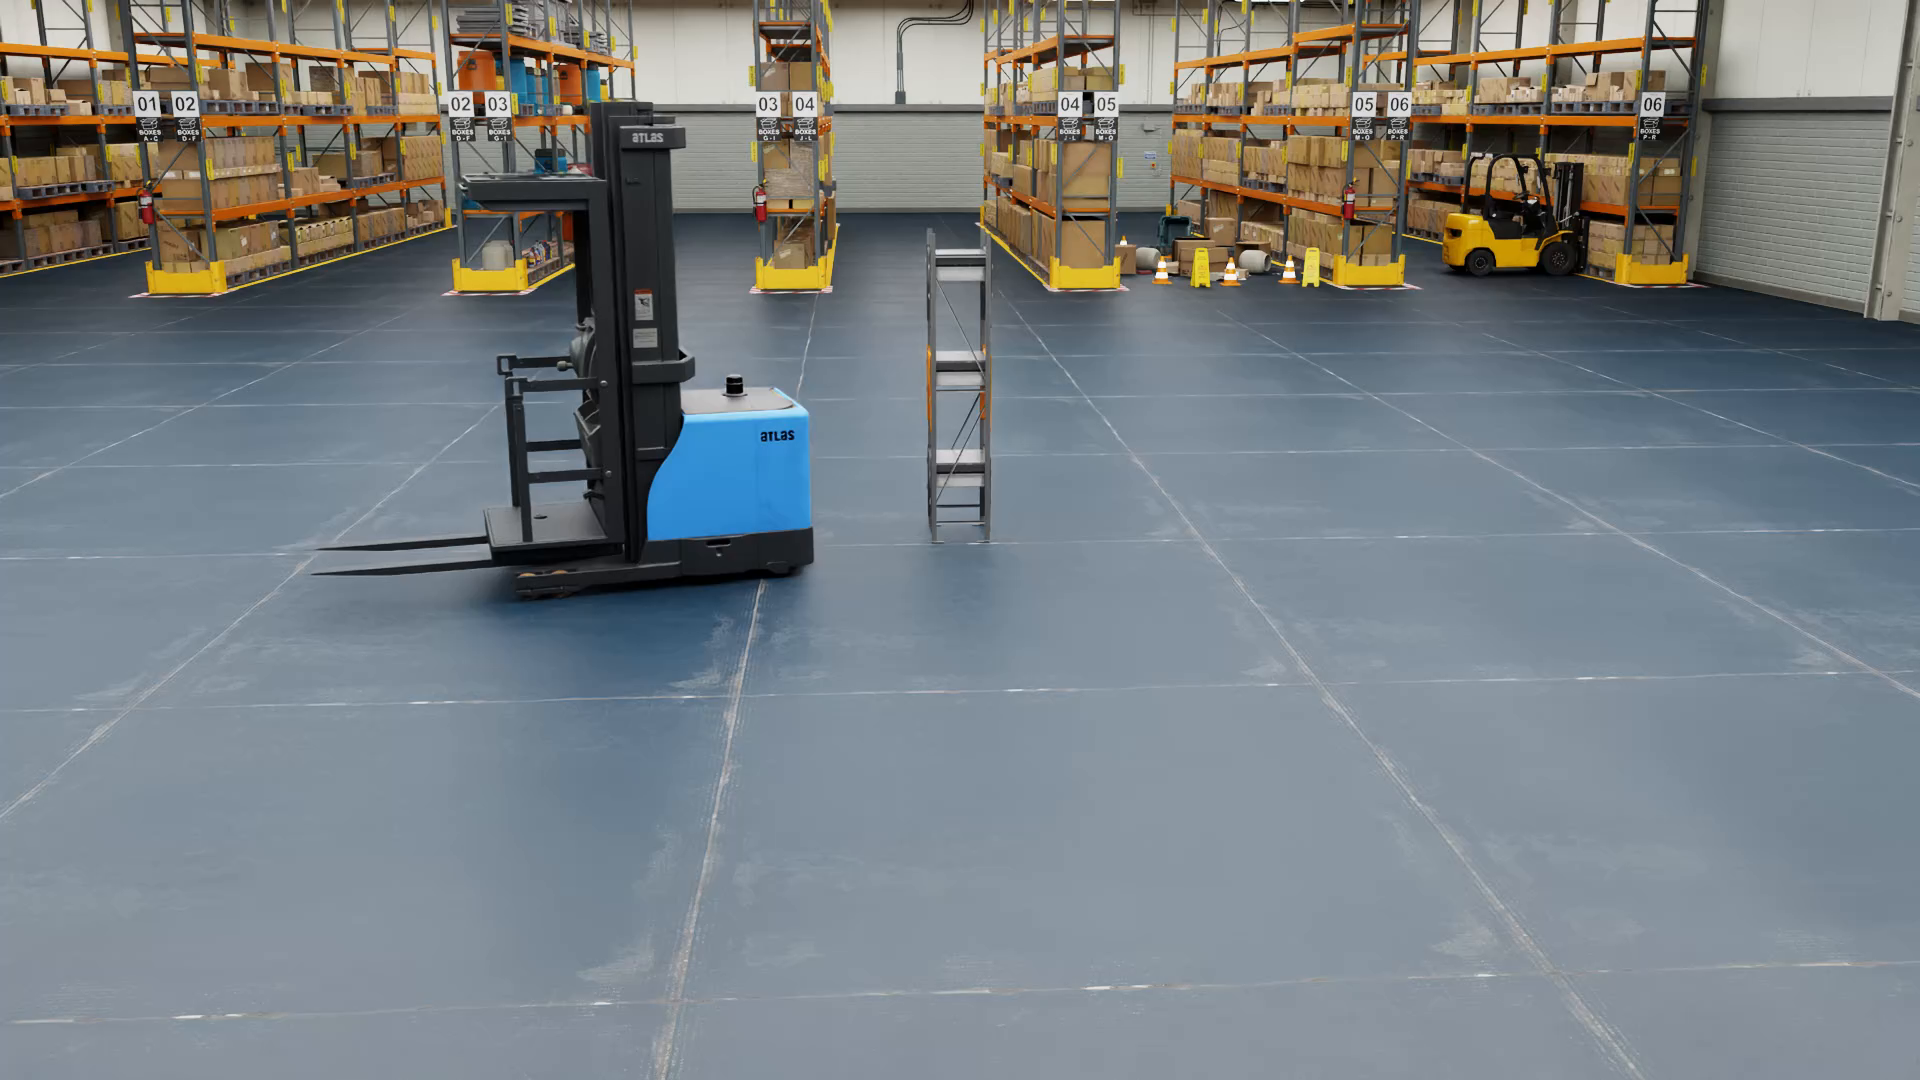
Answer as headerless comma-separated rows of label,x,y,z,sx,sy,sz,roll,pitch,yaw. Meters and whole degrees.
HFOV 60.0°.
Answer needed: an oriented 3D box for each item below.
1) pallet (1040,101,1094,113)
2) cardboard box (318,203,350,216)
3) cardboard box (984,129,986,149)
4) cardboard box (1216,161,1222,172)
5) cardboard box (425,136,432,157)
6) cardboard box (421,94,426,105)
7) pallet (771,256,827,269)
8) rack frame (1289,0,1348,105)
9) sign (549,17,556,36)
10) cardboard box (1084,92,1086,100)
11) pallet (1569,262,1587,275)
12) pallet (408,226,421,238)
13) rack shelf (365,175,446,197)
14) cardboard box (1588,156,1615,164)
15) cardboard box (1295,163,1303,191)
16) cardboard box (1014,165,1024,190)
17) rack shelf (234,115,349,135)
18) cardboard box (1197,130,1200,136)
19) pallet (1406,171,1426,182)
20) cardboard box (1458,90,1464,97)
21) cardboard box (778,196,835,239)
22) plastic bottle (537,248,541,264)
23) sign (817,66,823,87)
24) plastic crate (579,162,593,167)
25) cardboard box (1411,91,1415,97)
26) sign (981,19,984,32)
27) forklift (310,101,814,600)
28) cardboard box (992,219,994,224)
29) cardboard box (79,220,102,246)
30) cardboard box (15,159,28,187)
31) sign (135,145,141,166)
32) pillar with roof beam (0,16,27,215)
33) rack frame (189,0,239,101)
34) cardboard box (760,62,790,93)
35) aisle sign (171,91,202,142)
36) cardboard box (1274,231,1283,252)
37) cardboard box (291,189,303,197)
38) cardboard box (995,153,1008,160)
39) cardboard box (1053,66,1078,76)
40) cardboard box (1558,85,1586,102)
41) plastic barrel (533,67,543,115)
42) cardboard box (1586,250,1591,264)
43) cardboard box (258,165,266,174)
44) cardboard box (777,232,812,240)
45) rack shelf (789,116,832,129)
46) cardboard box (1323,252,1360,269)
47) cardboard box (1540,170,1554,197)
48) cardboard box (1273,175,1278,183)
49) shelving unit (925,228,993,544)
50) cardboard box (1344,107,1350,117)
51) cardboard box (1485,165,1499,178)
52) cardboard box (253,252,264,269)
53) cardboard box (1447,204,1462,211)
pallet,1.979,-7.652,29.404,1.003,0.211,1.213,-1,14,-3
cardboard box,-13.526,-7.148,35.918,0.500,0.250,0.500,0,14,-1
cardboard box,0.885,-10.294,42.710,0.500,0.500,0.500,-1,14,-4
cardboard box,6.149,-8.514,37.896,0.500,0.250,0.500,-1,14,-5
cardboard box,-13.351,-9.701,41.003,0.500,0.500,0.500,0,14,-2
cardboard box,-13.377,-10.779,40.678,0.500,0.250,0.500,-1,14,-3
pallet,-3.014,-5.180,31.235,1.003,0.211,1.213,-1,14,-3
rack frame,6.800,-9.755,31.382,1.000,3.000,0.127,-1,14,-3
sign,-7.485,-9.430,30.539,0.100,0.325,0.005,-1,14,-3
cardboard box,2.350,-7.678,28.788,0.380,0.149,0.250,-1,14,-3
pallet,11.840,-5.075,30.825,1.003,0.211,1.213,-1,14,-3
pallet,-13.516,-7.355,39.688,1.003,0.211,1.213,-1,14,-3
rack shelf,-13.598,-8.684,40.700,1.077,0.370,4.000,-1,14,-3
cardboard box,11.668,-6.907,30.250,0.380,0.149,0.250,-1,14,-3
cardboard box,6.604,-6.804,31.154,0.500,0.500,0.500,-1,14,-4
cardboard box,1.411,-7.549,34.647,0.500,0.500,0.500,-1,14,-4
rack shelf,-13.102,-8.147,32.593,1.077,0.370,4.000,-1,14,-3
cardboard box,6.020,-9.950,40.670,0.380,0.149,0.250,-1,14,-4
pallet,11.199,-8.624,39.409,1.003,0.211,1.213,-1,14,-3
cardboard box,11.212,-9.853,36.684,0.380,0.149,0.250,-1,14,-5
cardboard box,-3.361,-7.038,36.282,1.225,0.875,0.875,-2,15,-6
plastic bottle,-7.628,-5.134,30.052,0.097,0.271,0.097,0,14,0
sign,-2.301,-7.587,27.218,0.100,0.325,0.005,-1,14,-3
plastic crate,-8.899,-8.742,39.396,0.392,0.384,0.575,-1,14,-3
cardboard box,10.839,-10.563,39.404,0.380,0.149,0.250,0,14,-2
sign,0.581,-13.120,42.428,0.100,0.325,0.005,-1,14,-3
forklift,-2.514,-1.200,10.307,3.031,2.935,1.130,-5,15,-18
cardboard box,0.992,-7.784,40.637,0.380,0.149,0.250,-1,14,-5
cardboard box,-18.073,-6.287,34.073,0.700,0.500,0.500,-1,14,-3
cardboard box,-17.920,-6.856,31.070,0.700,0.500,0.500,-1,14,-3
sign,-13.273,-6.221,26.885,0.100,0.325,0.005,-1,14,-3
pillar with roof beam,-14.656,-10.097,32.712,9.100,9.000,0.400,-1,14,-3
rack frame,-18.666,-12.357,41.495,1.000,3.000,0.127,-1,14,-3
cardboard box,-3.192,-7.971,28.666,0.500,0.500,0.500,-1,14,-3
aisle sign,-12.421,-6.798,26.709,0.394,0.787,0.004,-1,14,-3
cardboard box,6.765,-5.911,32.911,0.950,0.372,0.625,-1,14,-3
cardboard box,-12.829,-6.647,31.844,0.380,0.149,0.250,-1,14,-3
cardboard box,1.002,-8.744,37.958,0.380,0.149,0.250,-1,14,-4
cardboard box,1.754,-7.801,27.667,0.380,0.149,0.250,-1,14,-3
cardboard box,11.562,-8.378,31.185,0.500,0.311,0.500,-1,14,-2
plastic barrel,-8.323,-8.602,31.912,0.600,0.901,0.600,0,14,0
cardboard box,11.614,-5.165,30.255,0.500,0.250,0.500,-1,14,-3
cardboard box,-12.698,-6.651,29.855,0.380,0.149,0.250,-1,14,-4
cardboard box,-3.063,-5.447,30.852,0.500,0.500,0.500,4,15,14
rack shelf,-3.710,-10.288,40.917,1.077,0.370,4.000,-1,14,-3
cardboard box,6.728,-4.930,29.342,0.500,0.250,0.500,-1,14,-4
cardboard box,11.521,-6.862,31.974,0.500,0.500,0.500,-1,14,-5
cardboard box,6.442,-7.185,33.092,0.380,0.149,0.250,-1,14,-4
shelving unit,-0.010,-1.058,11.425,0.431,2.100,0.503,-1,14,-3
cardboard box,6.747,-7.271,28.249,0.380,0.149,0.250,-1,14,-3
cardboard box,11.334,-7.723,34.819,0.500,0.250,0.500,-1,14,-5
cardboard box,-12.633,-4.932,29.350,0.500,0.250,0.500,-1,14,-3
cardboard box,11.203,-7.482,37.457,0.380,0.149,0.250,-1,14,-5
